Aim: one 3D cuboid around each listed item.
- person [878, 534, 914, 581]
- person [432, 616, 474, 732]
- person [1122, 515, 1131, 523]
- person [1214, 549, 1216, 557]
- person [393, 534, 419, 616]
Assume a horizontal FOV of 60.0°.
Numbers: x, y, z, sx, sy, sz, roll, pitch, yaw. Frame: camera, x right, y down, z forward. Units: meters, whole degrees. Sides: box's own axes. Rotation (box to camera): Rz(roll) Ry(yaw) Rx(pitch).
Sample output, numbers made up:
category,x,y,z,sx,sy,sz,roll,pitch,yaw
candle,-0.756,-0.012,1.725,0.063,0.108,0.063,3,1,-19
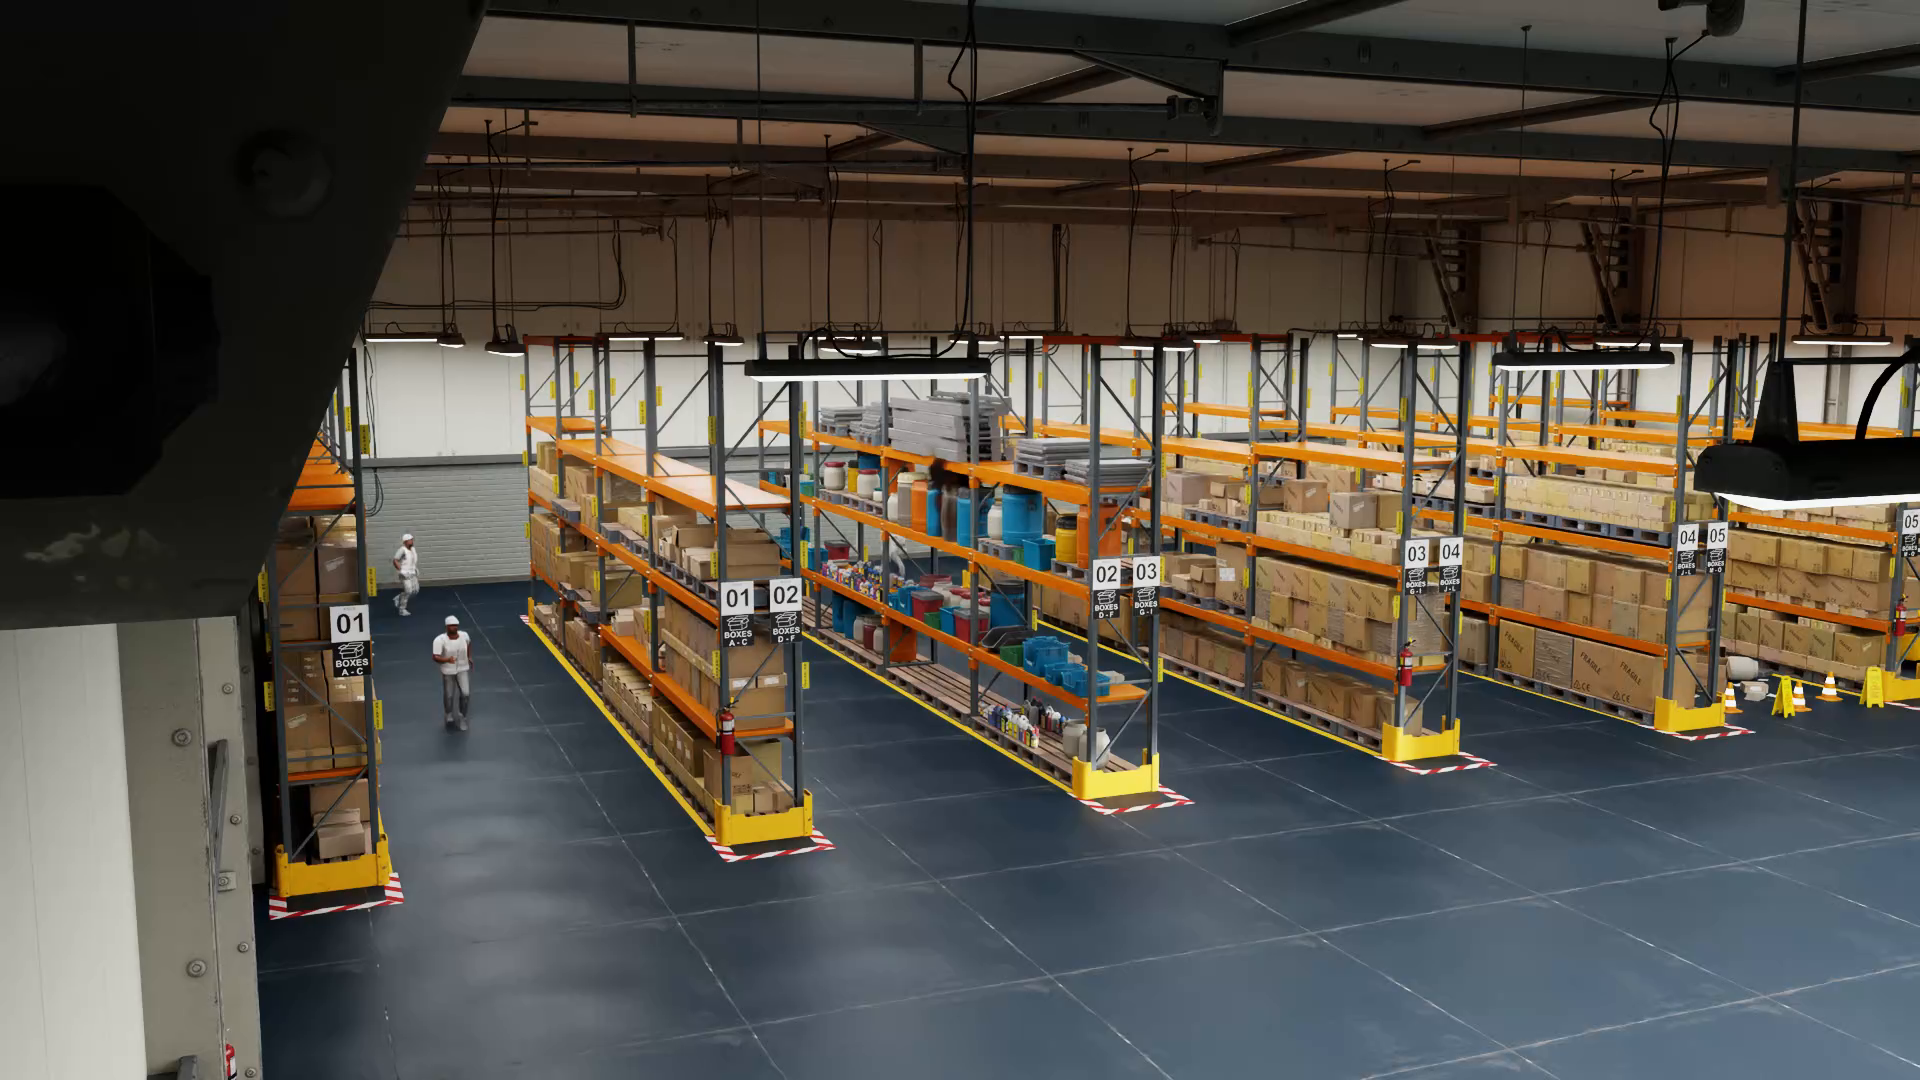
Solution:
category,x,y,z,sx,sy,sz,roll,pitch,yaw
person,-1.636,0.325,39.466,1.110,1.482,0.590,1,8,7
person,-7.798,2.058,25.656,0.656,1.811,0.832,-4,9,-28
person,4.000,0.007,41.357,0.533,1.688,0.699,1,8,7
person,6.618,0.003,41.355,0.977,1.697,0.641,2,8,15
person,-11.937,0.729,35.796,0.566,1.710,0.729,2,8,15
